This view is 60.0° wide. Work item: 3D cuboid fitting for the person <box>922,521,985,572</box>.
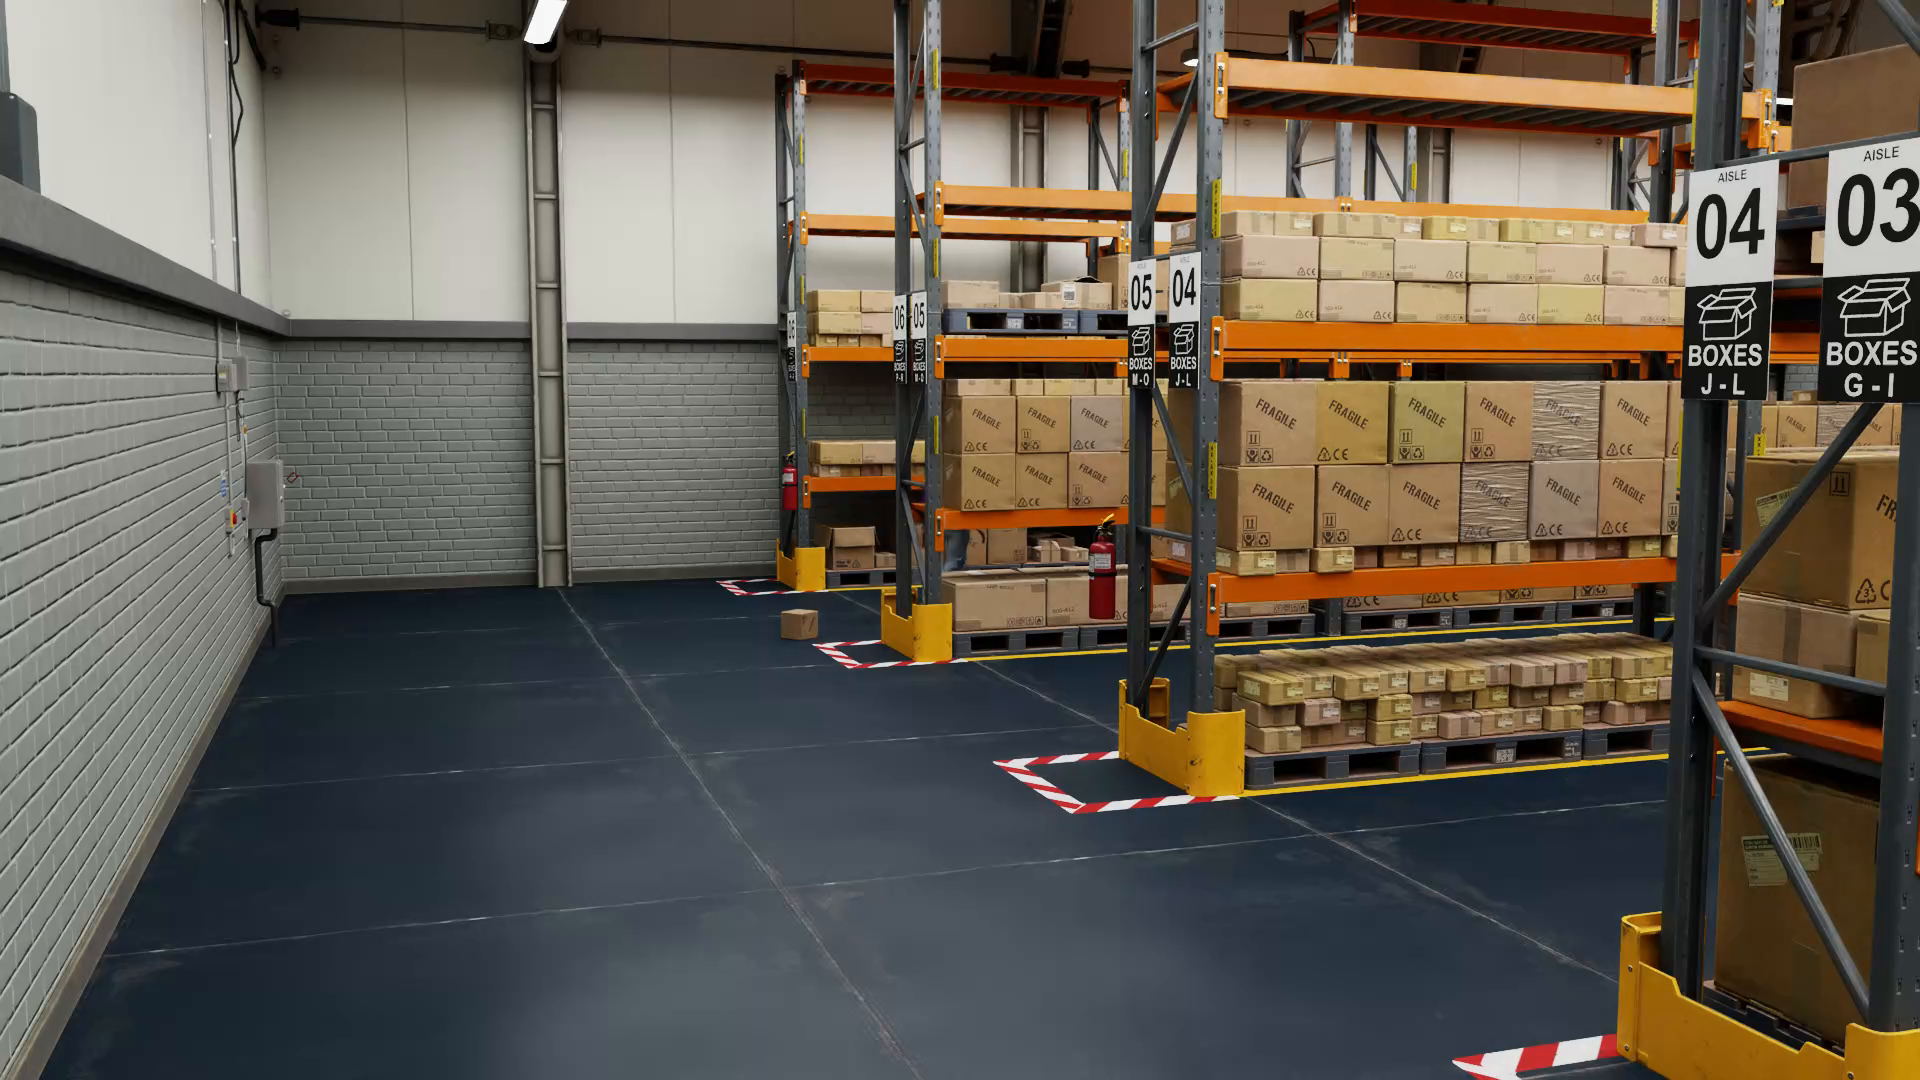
[{"bbox_3d":[-0.062,-0.130,17.584,0.602,1.722,1.054,5,8,41],"label":"person"}]
